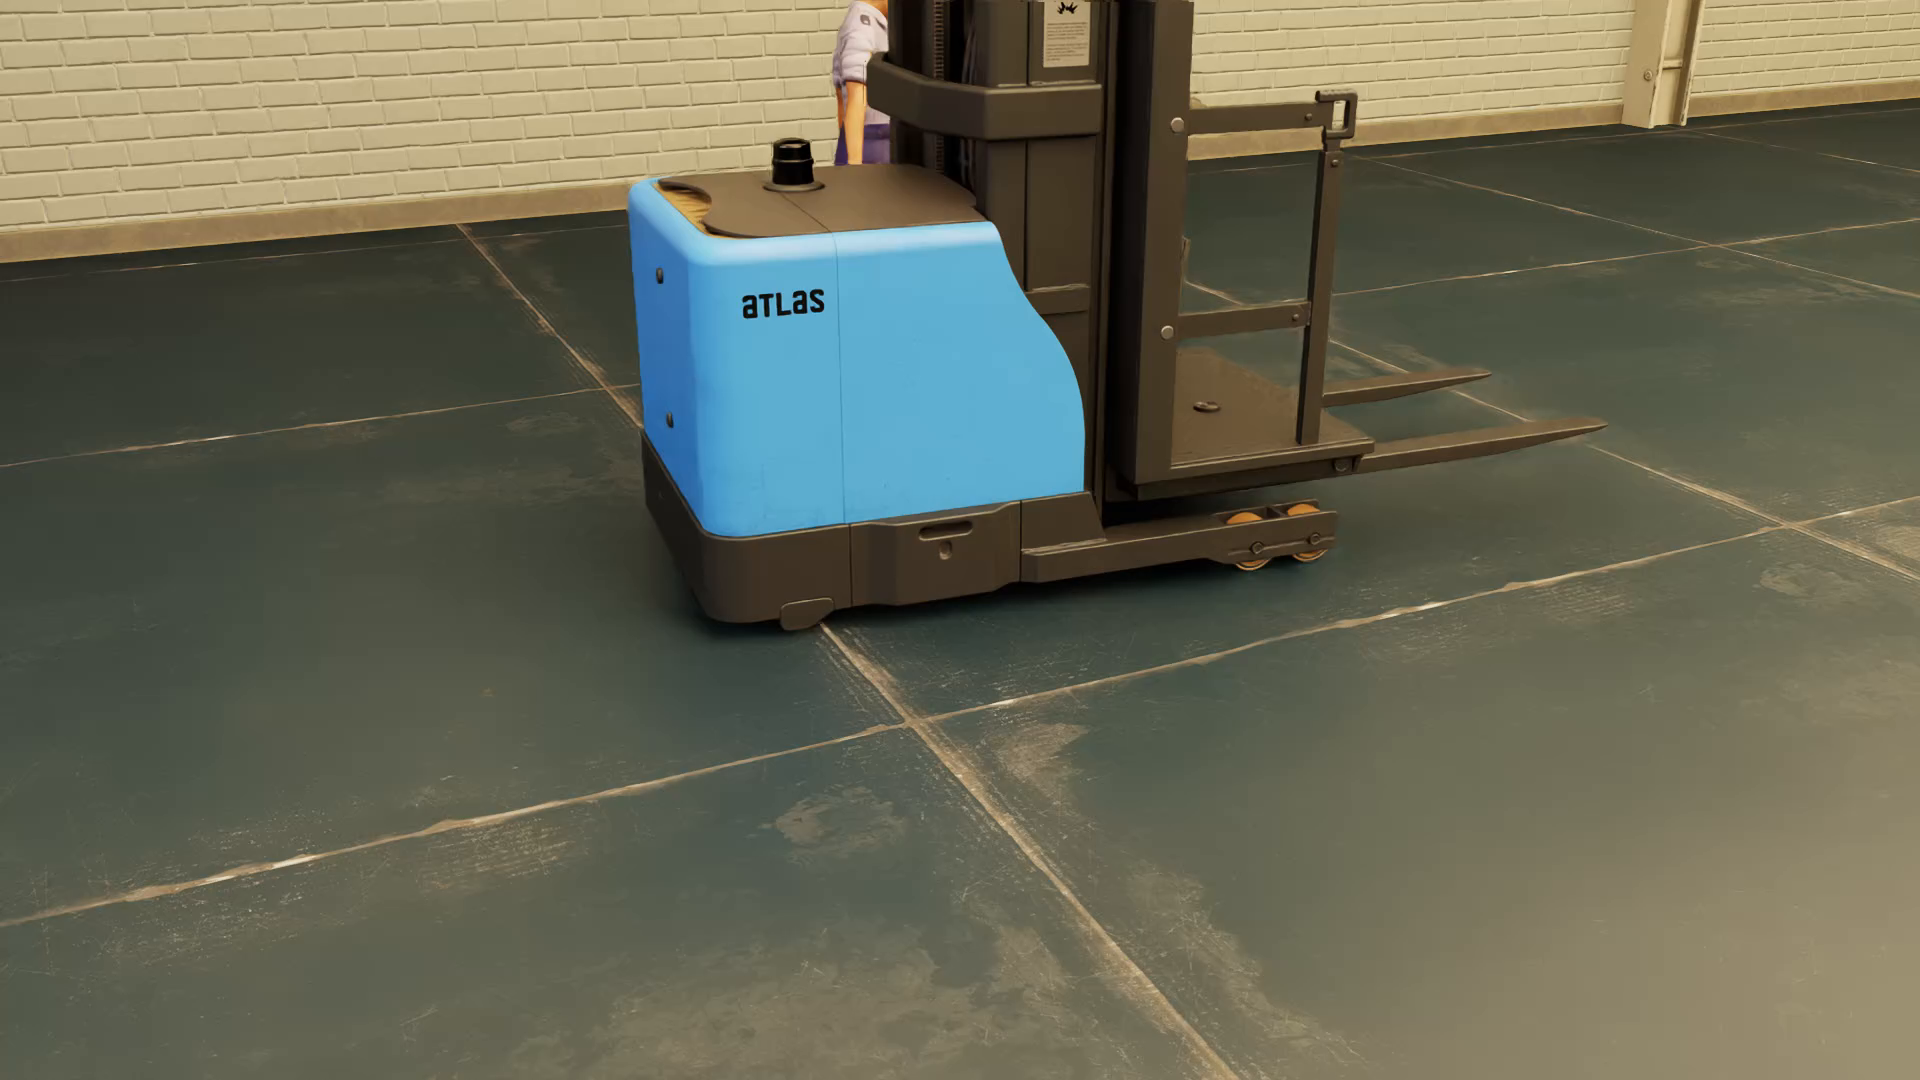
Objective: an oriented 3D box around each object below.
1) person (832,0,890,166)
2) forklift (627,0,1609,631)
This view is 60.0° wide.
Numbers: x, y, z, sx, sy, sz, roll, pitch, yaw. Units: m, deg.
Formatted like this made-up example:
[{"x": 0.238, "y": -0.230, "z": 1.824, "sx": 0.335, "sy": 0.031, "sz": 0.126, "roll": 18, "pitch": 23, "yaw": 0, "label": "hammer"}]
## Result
[{"x": -0.428, "y": -1.530, "z": 6.796, "sx": 0.485, "sy": 1.625, "sz": 0.819, "roll": -2, "pitch": 23, "yaw": -5, "label": "person"}, {"x": 0.590, "y": -1.445, "z": 4.766, "sx": 3.031, "sy": 2.935, "sz": 1.130, "roll": -8, "pitch": 24, "yaw": -19, "label": "forklift"}]
